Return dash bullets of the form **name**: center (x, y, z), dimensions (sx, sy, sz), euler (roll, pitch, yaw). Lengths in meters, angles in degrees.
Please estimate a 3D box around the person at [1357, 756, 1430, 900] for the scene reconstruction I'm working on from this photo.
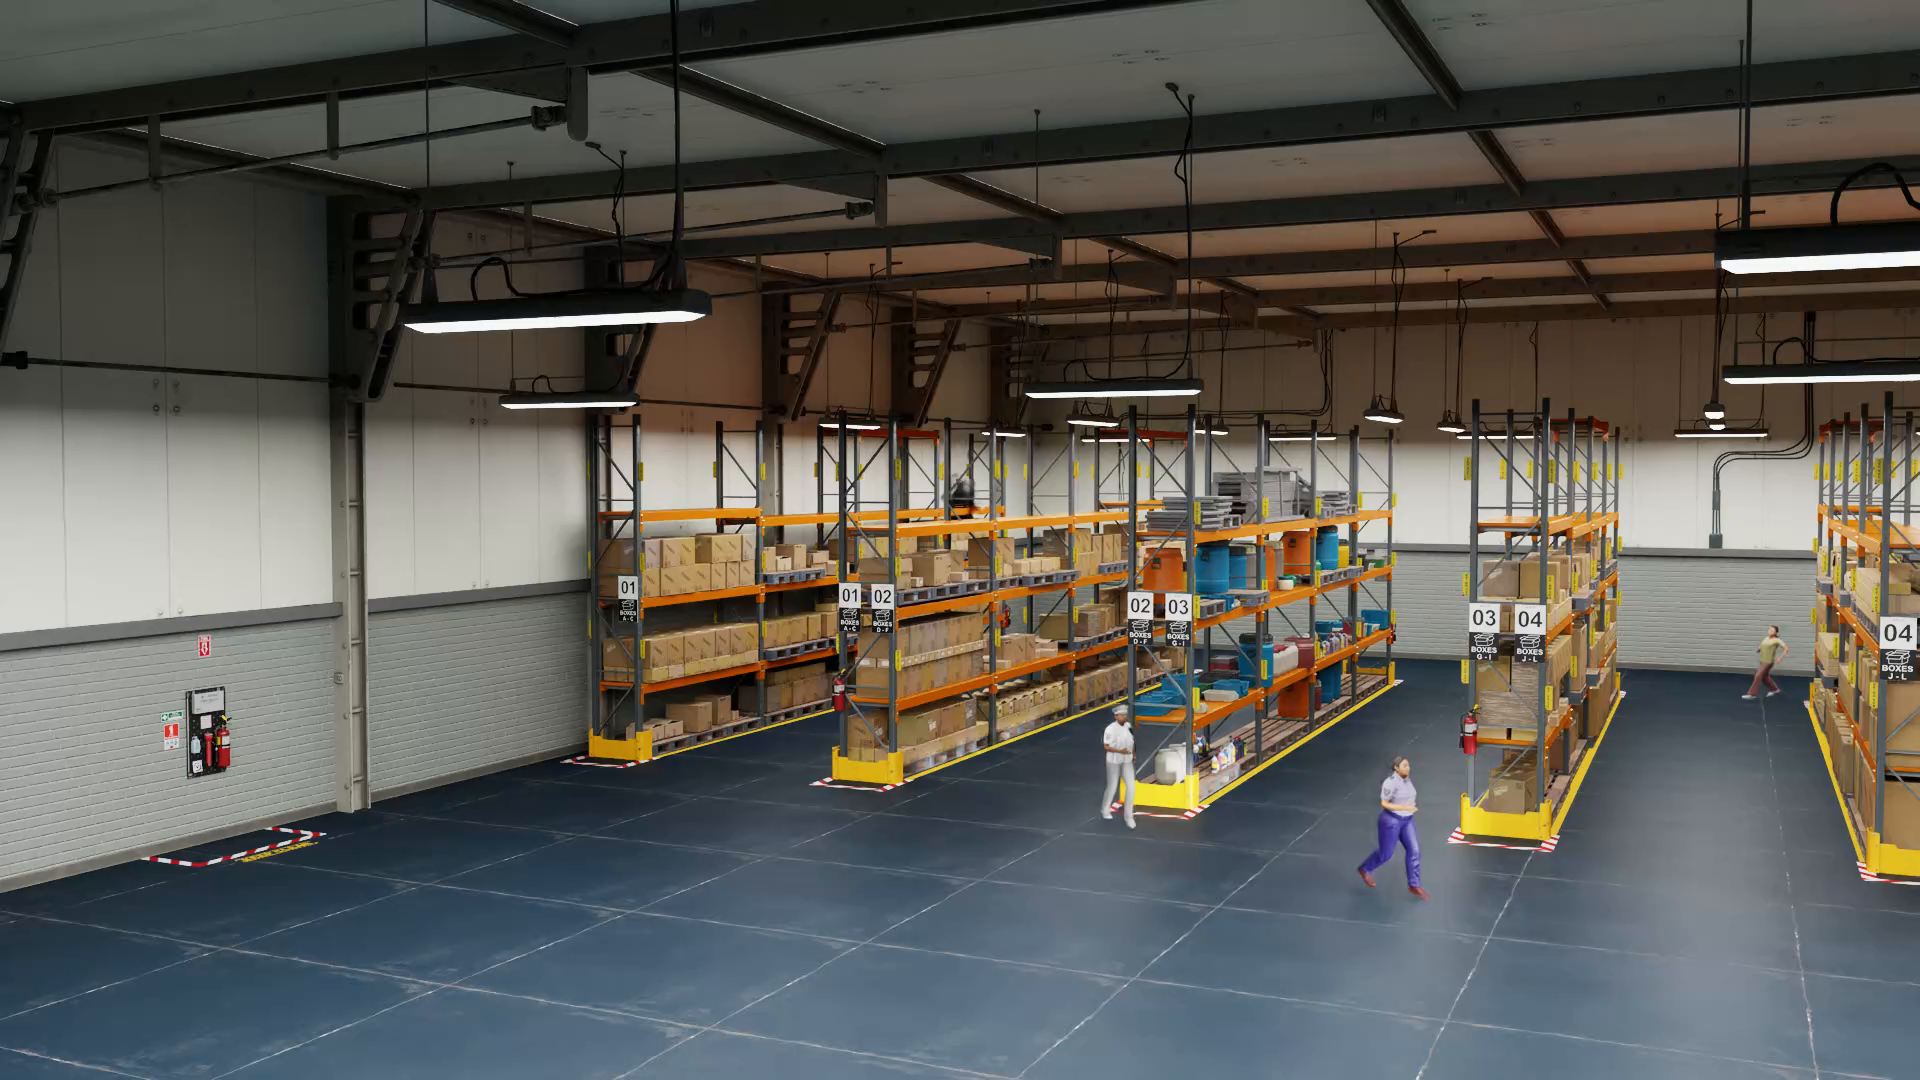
- **person**: center (5.139, 3.363, 19.678), dimensions (0.577, 1.654, 0.925), euler (-2, 3, -36)

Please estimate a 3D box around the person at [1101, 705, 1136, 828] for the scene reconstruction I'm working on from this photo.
- **person**: center (2.268, 3.204, 23.595), dimensions (0.587, 1.775, 0.754), euler (-1, 3, -23)

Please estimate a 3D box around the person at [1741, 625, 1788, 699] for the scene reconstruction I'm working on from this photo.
- **person**: center (17.569, 2.664, 36.259), dimensions (0.942, 1.622, 0.623), euler (0, 2, -7)
